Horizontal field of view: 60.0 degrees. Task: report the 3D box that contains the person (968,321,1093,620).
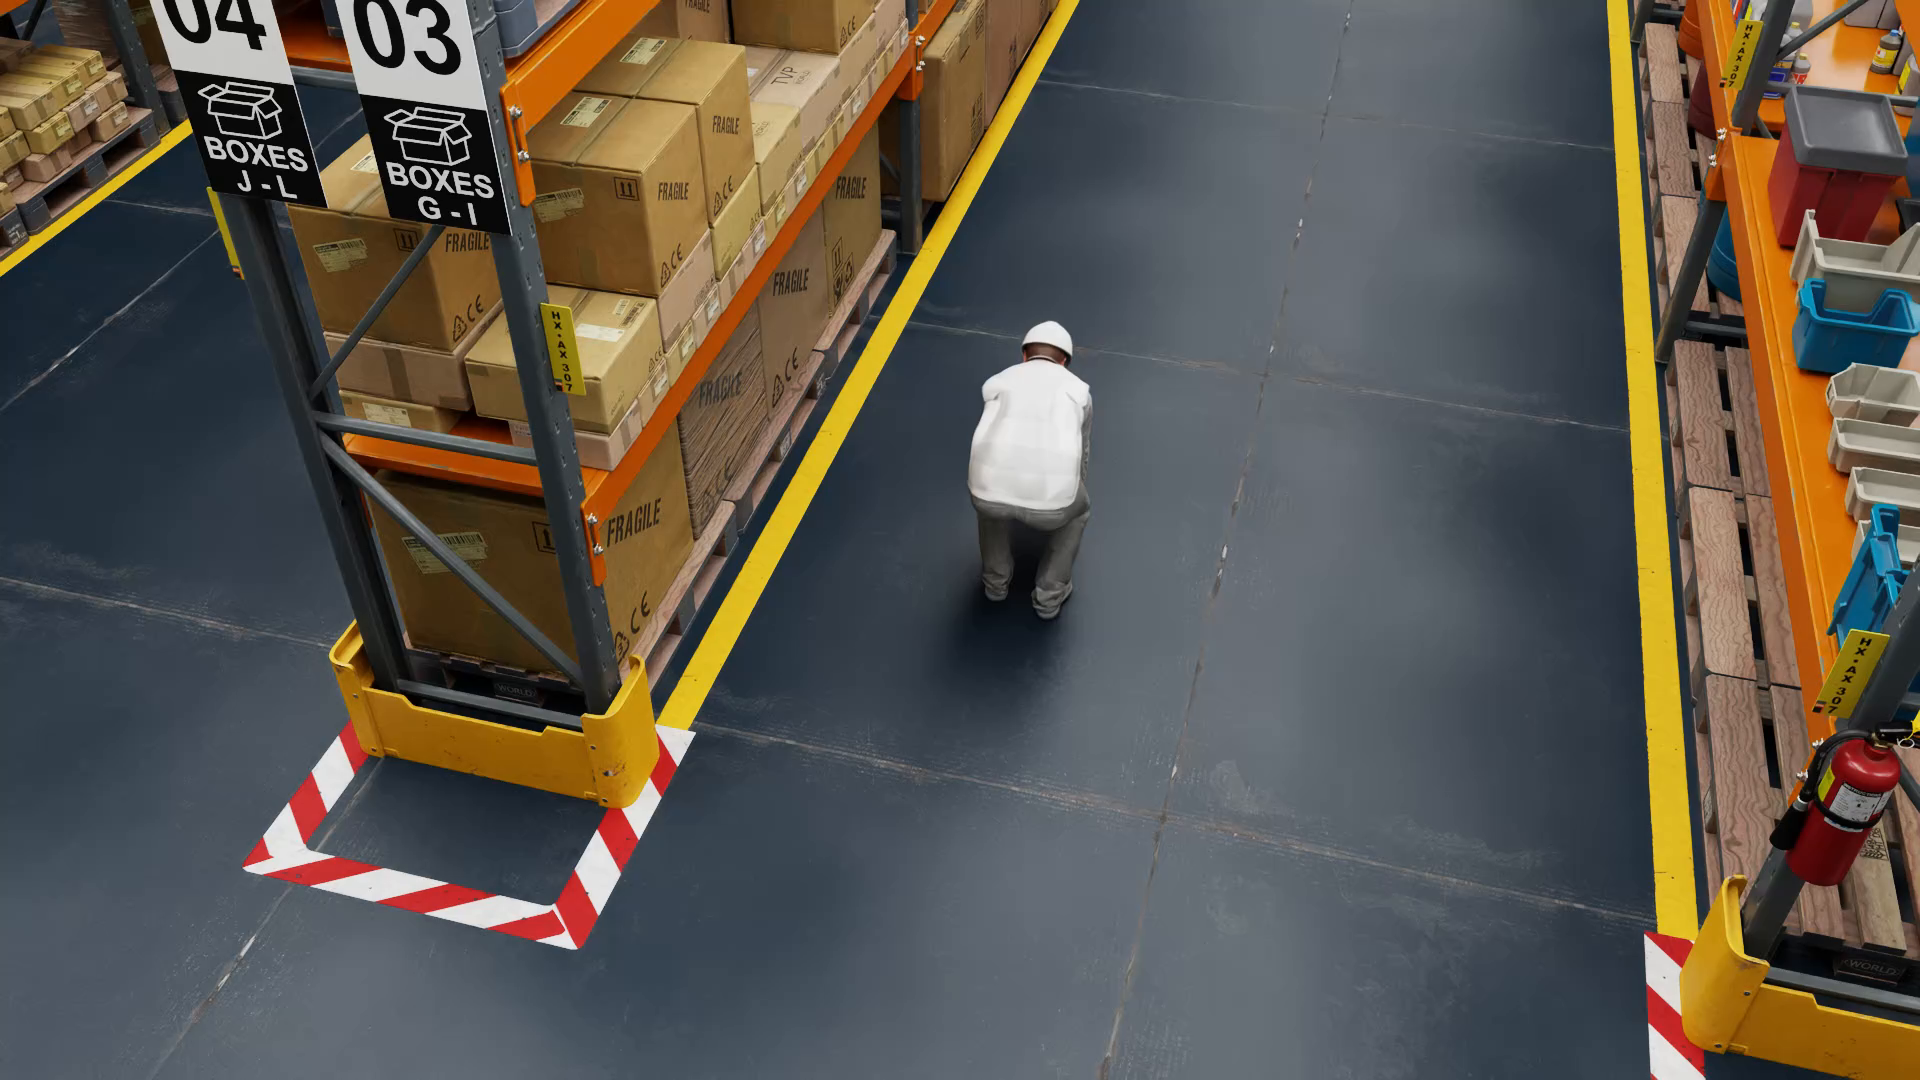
[{"bbox_3d":[0.316,-0.269,7.031,0.502,1.014,0.995,8,41,9],"label":"person"}]
